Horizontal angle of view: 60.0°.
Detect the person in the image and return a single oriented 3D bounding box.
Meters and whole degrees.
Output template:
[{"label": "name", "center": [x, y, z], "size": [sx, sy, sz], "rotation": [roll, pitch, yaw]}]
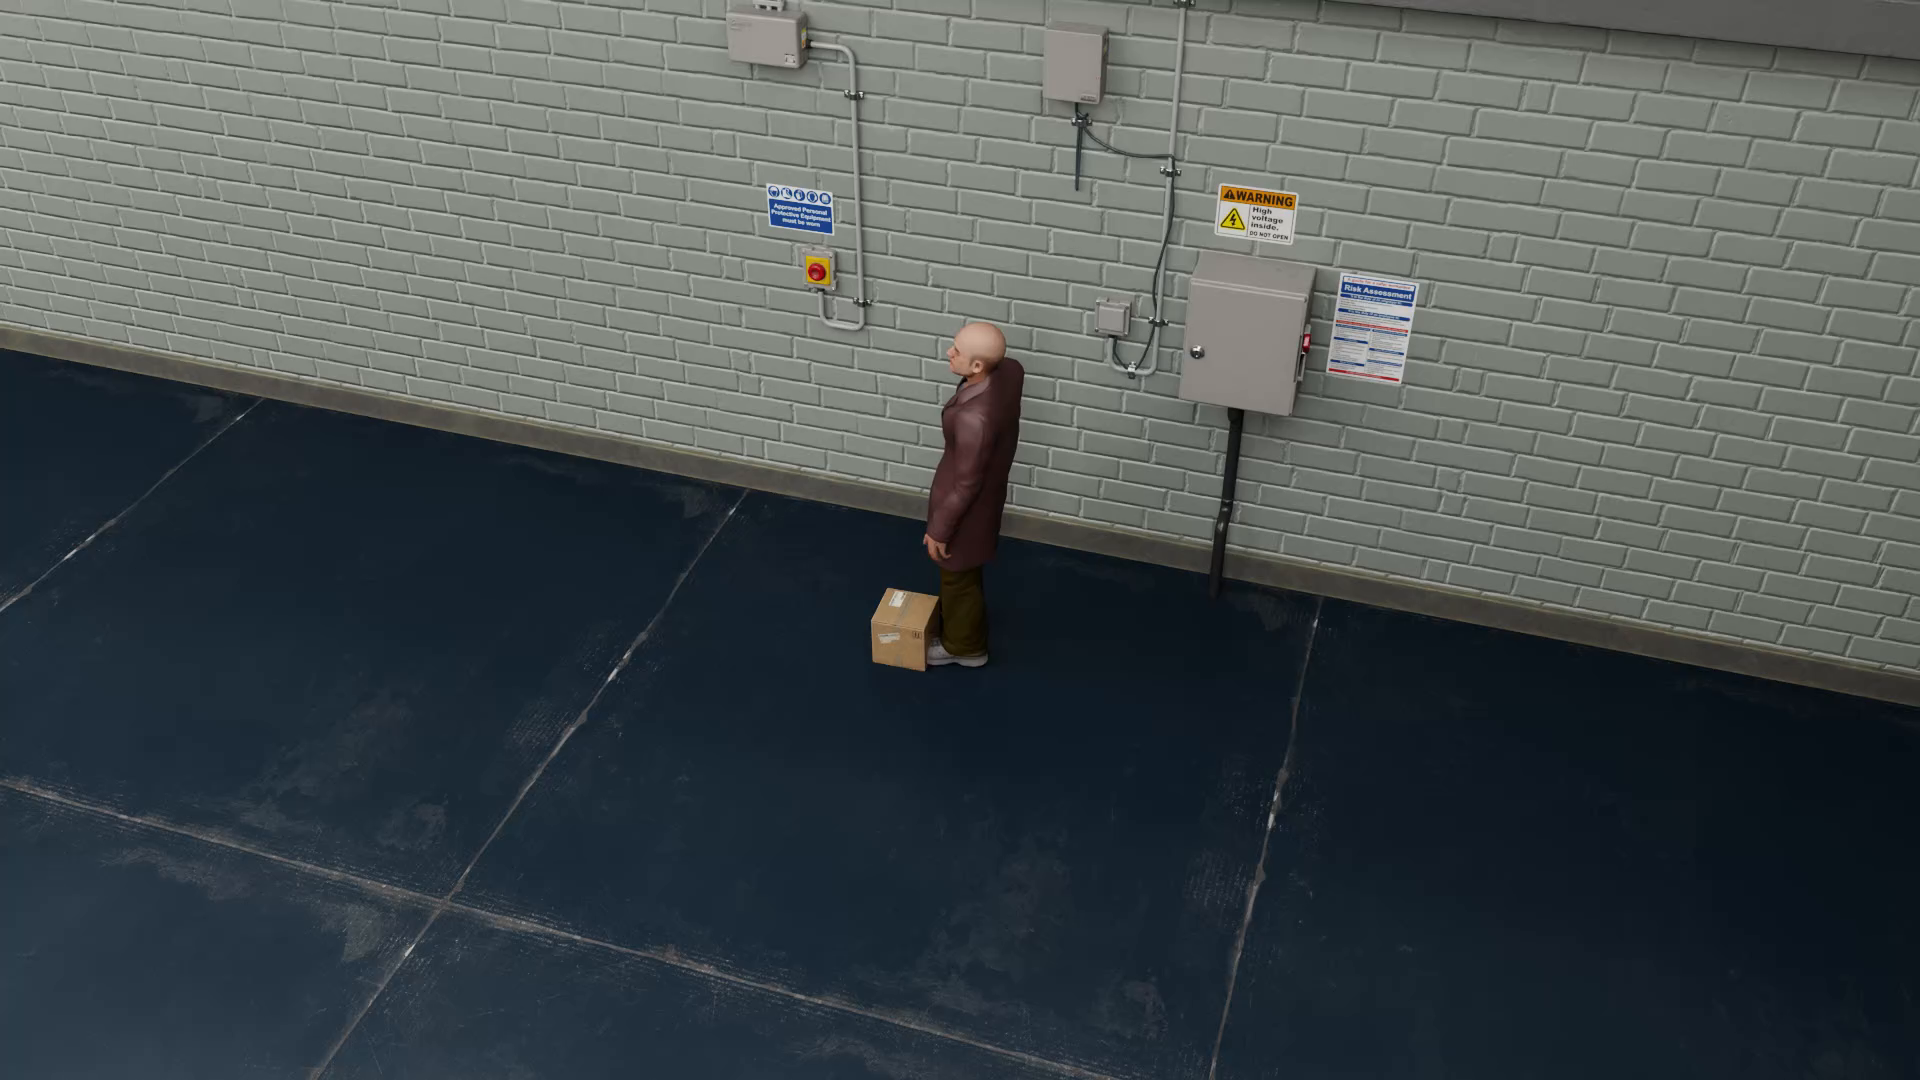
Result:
[{"label": "person", "center": [-0.057, -0.188, 7.143], "size": [0.580, 1.778, 0.698], "rotation": [11, 38, 14]}]
